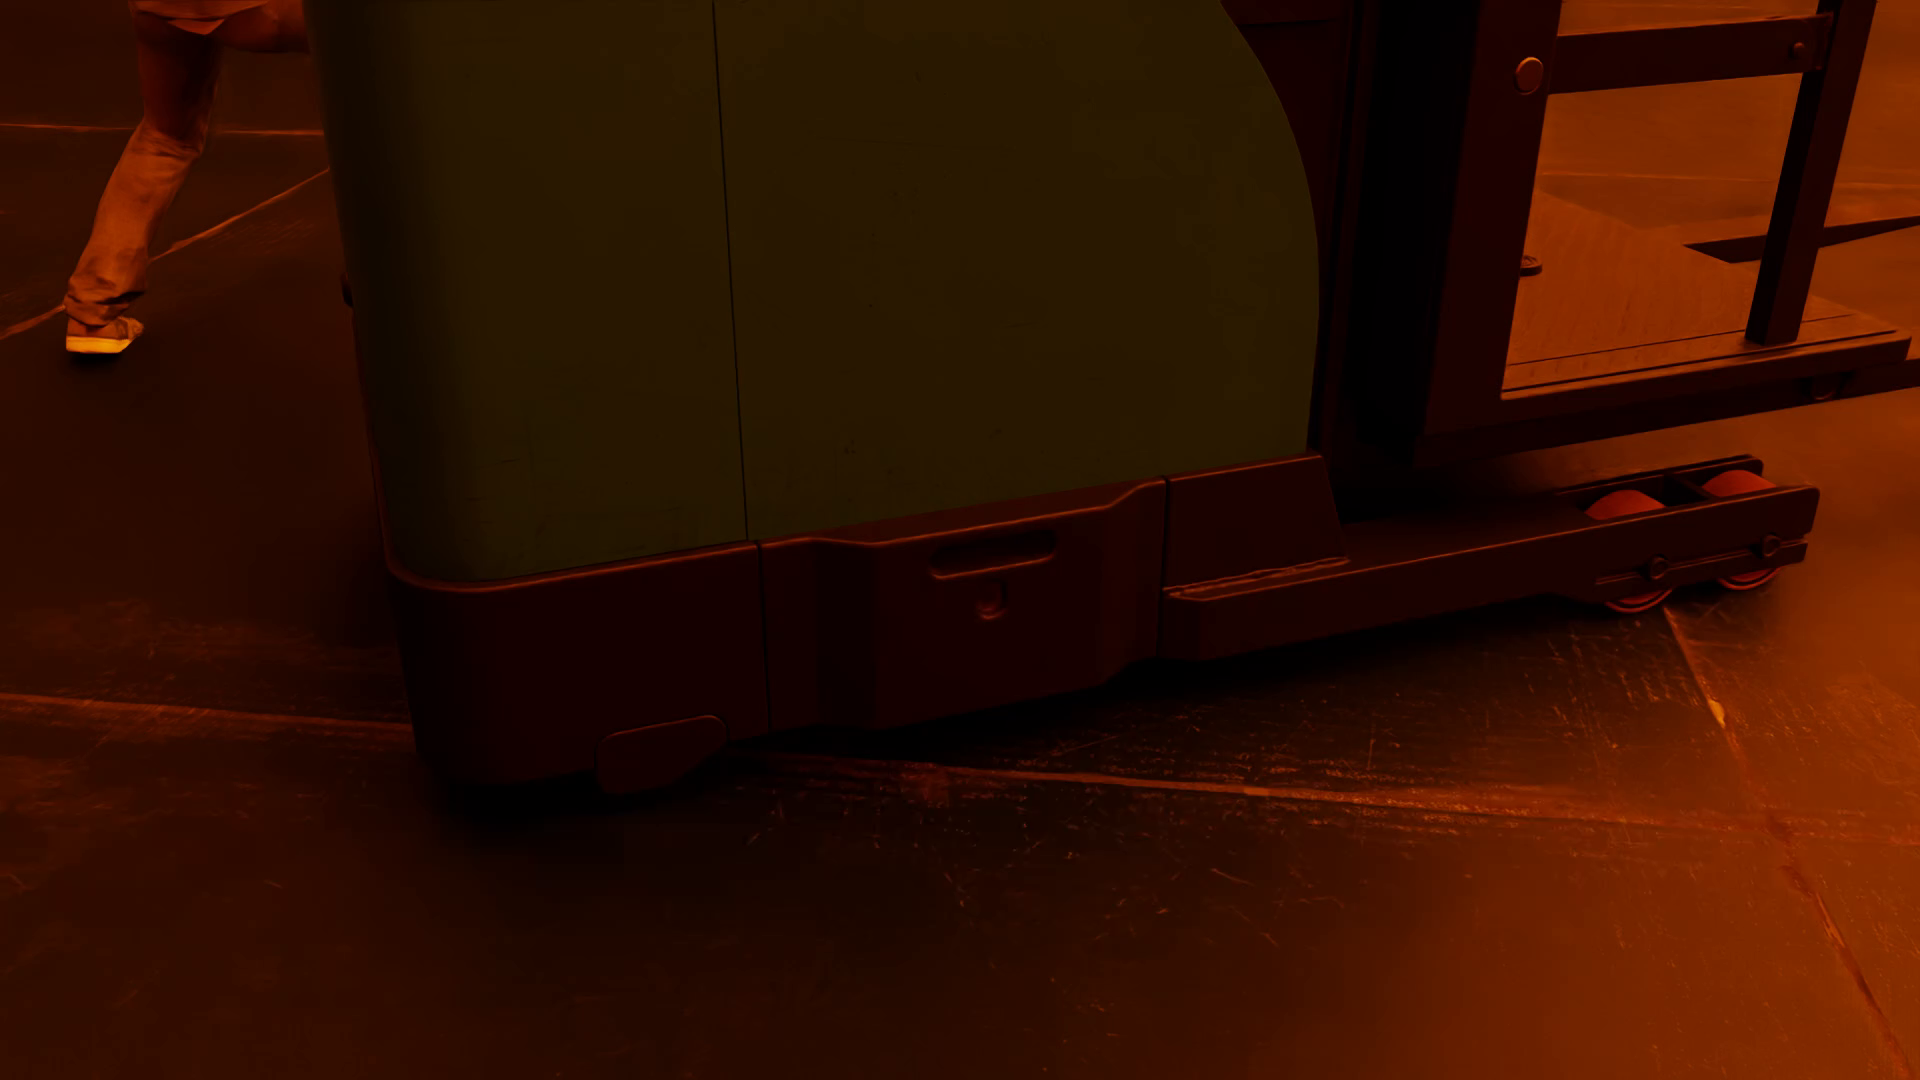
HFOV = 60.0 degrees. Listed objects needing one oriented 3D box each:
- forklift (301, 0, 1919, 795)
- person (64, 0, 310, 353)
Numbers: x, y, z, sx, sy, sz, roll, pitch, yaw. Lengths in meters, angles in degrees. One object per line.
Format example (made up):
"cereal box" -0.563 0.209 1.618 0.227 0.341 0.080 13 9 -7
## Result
"forklift" 0.666 -1.422 2.066 3.031 2.935 1.130 -9 28 -18
"person" -1.365 -1.046 3.007 0.821 1.482 0.651 16 31 28
